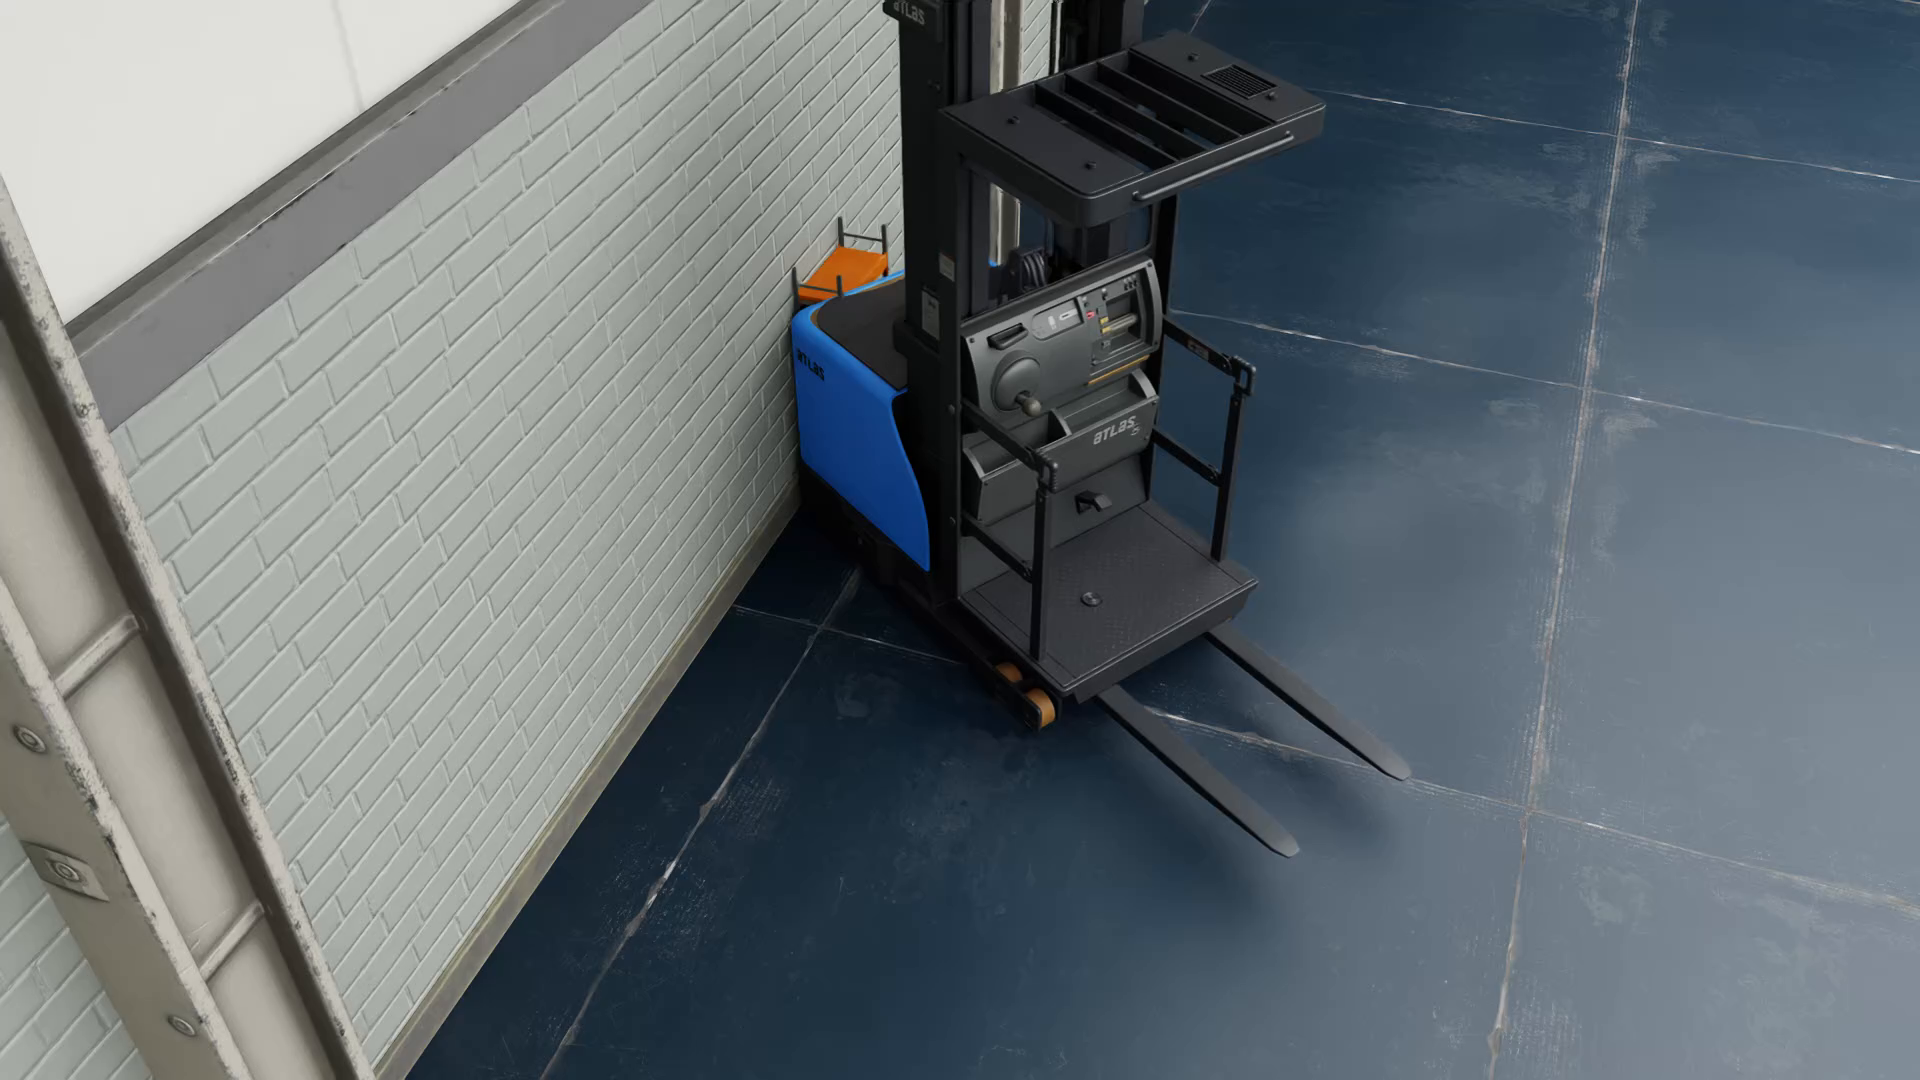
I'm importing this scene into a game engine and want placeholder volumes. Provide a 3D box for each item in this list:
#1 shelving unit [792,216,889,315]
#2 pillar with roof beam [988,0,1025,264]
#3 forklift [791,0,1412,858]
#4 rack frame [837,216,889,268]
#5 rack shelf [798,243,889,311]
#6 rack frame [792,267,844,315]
[{"bbox_3d":[-0.523,-0.839,7.760,0.258,1.200,0.503,13,41,17],"label":"shelving unit"},{"bbox_3d":[4.170,-3.986,5.443,9.100,9.000,0.400,13,42,15],"label":"pillar with roof beam"},{"bbox_3d":[0.540,-0.709,6.276,1.130,2.935,3.031,-26,47,-27],"label":"forklift"},{"bbox_3d":[-0.435,-0.982,7.936,0.240,1.200,0.015,13,41,17],"label":"rack frame"},{"bbox_3d":[-0.531,-1.145,7.515,0.258,0.148,0.480,13,41,17],"label":"rack shelf"},{"bbox_3d":[-0.612,-0.695,7.584,0.240,1.200,0.015,13,41,17],"label":"rack frame"}]
